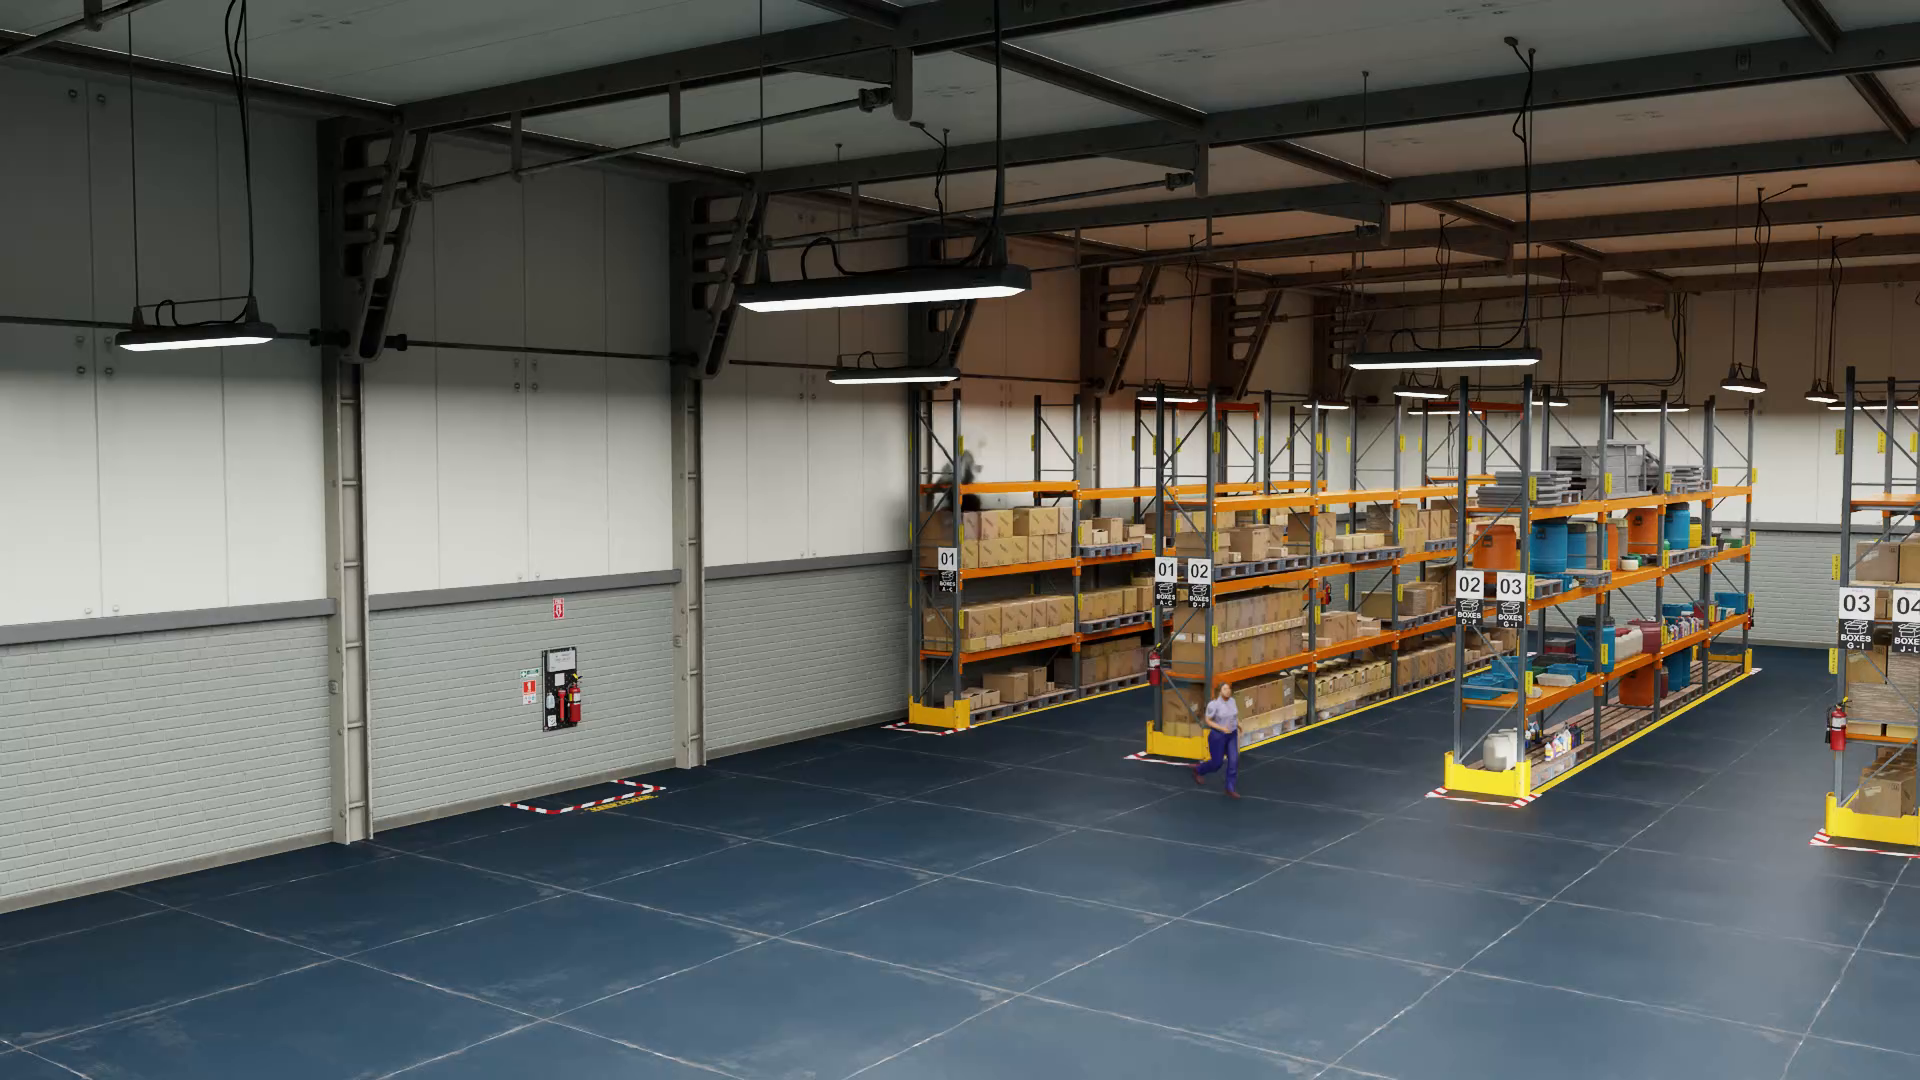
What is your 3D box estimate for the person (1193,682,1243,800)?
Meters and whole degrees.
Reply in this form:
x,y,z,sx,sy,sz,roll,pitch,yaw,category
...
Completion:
x,y,z,sx,sy,sz,roll,pitch,yaw,category
3.747,2.850,23.816,0.615,1.639,0.838,-2,4,-28,person
